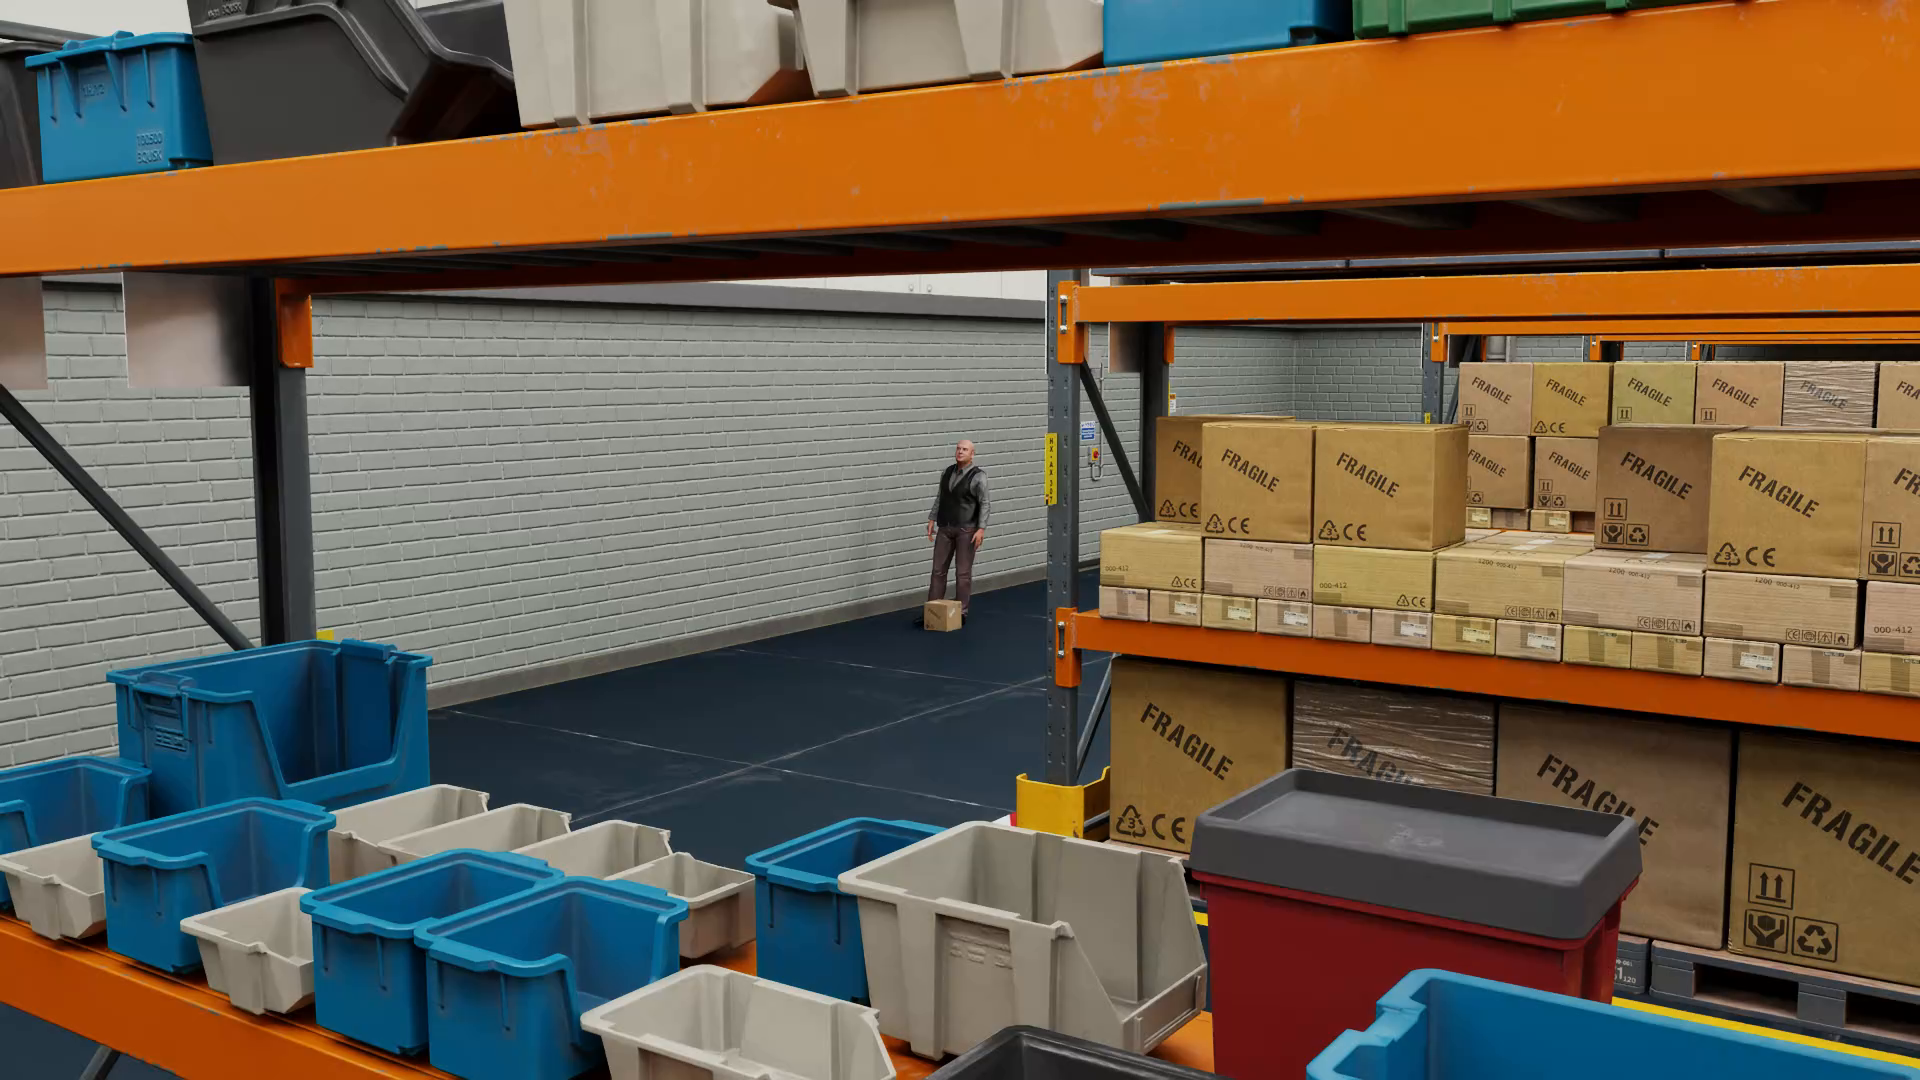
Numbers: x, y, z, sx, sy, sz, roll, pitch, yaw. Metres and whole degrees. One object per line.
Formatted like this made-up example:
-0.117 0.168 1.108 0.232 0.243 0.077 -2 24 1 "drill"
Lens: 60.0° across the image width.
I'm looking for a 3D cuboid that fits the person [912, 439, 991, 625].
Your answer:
-0.062 -0.067 15.415 0.632 1.721 0.551 4 8 34 "person"
